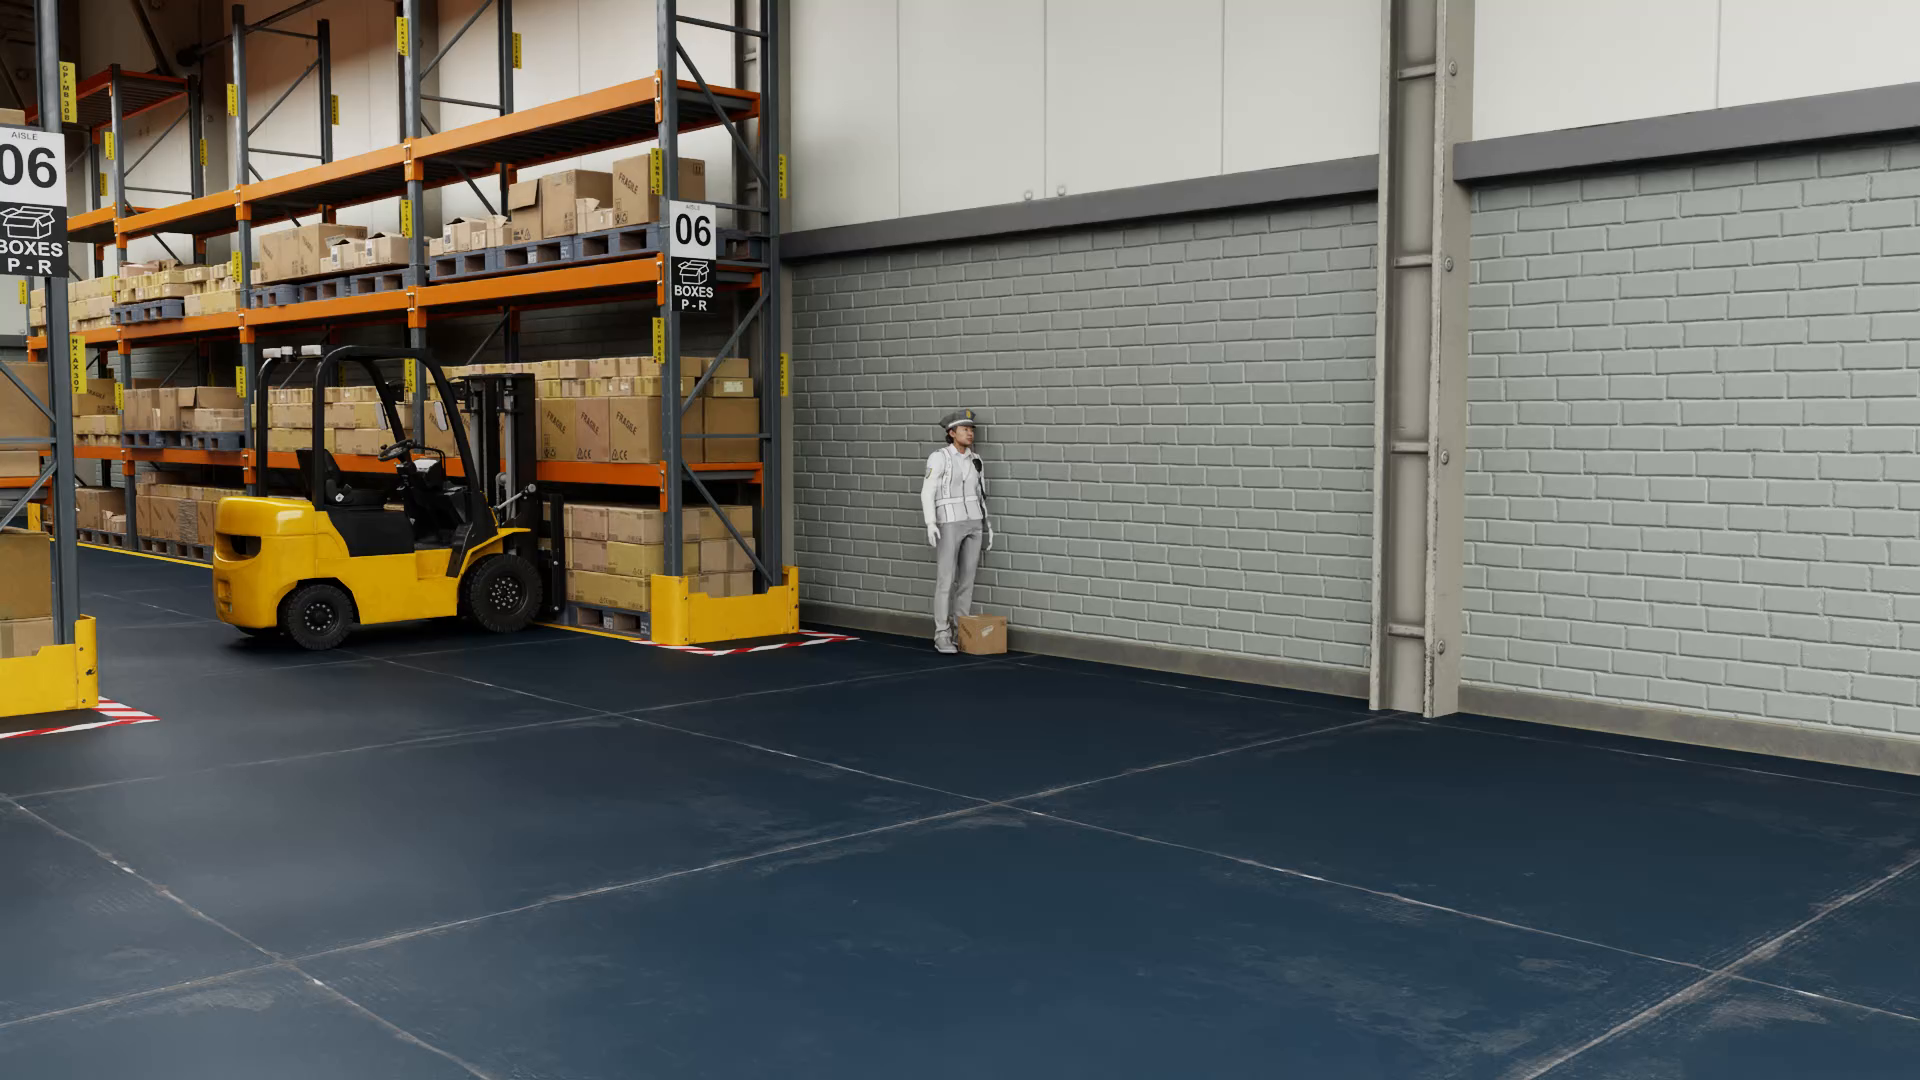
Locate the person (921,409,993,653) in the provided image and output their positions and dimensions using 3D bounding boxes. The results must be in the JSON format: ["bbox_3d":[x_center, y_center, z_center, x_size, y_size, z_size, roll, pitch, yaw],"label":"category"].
[{"bbox_3d":[0.027,-0.078,11.778,0.587,1.694,0.529,-2,5,-31],"label":"person"}]
